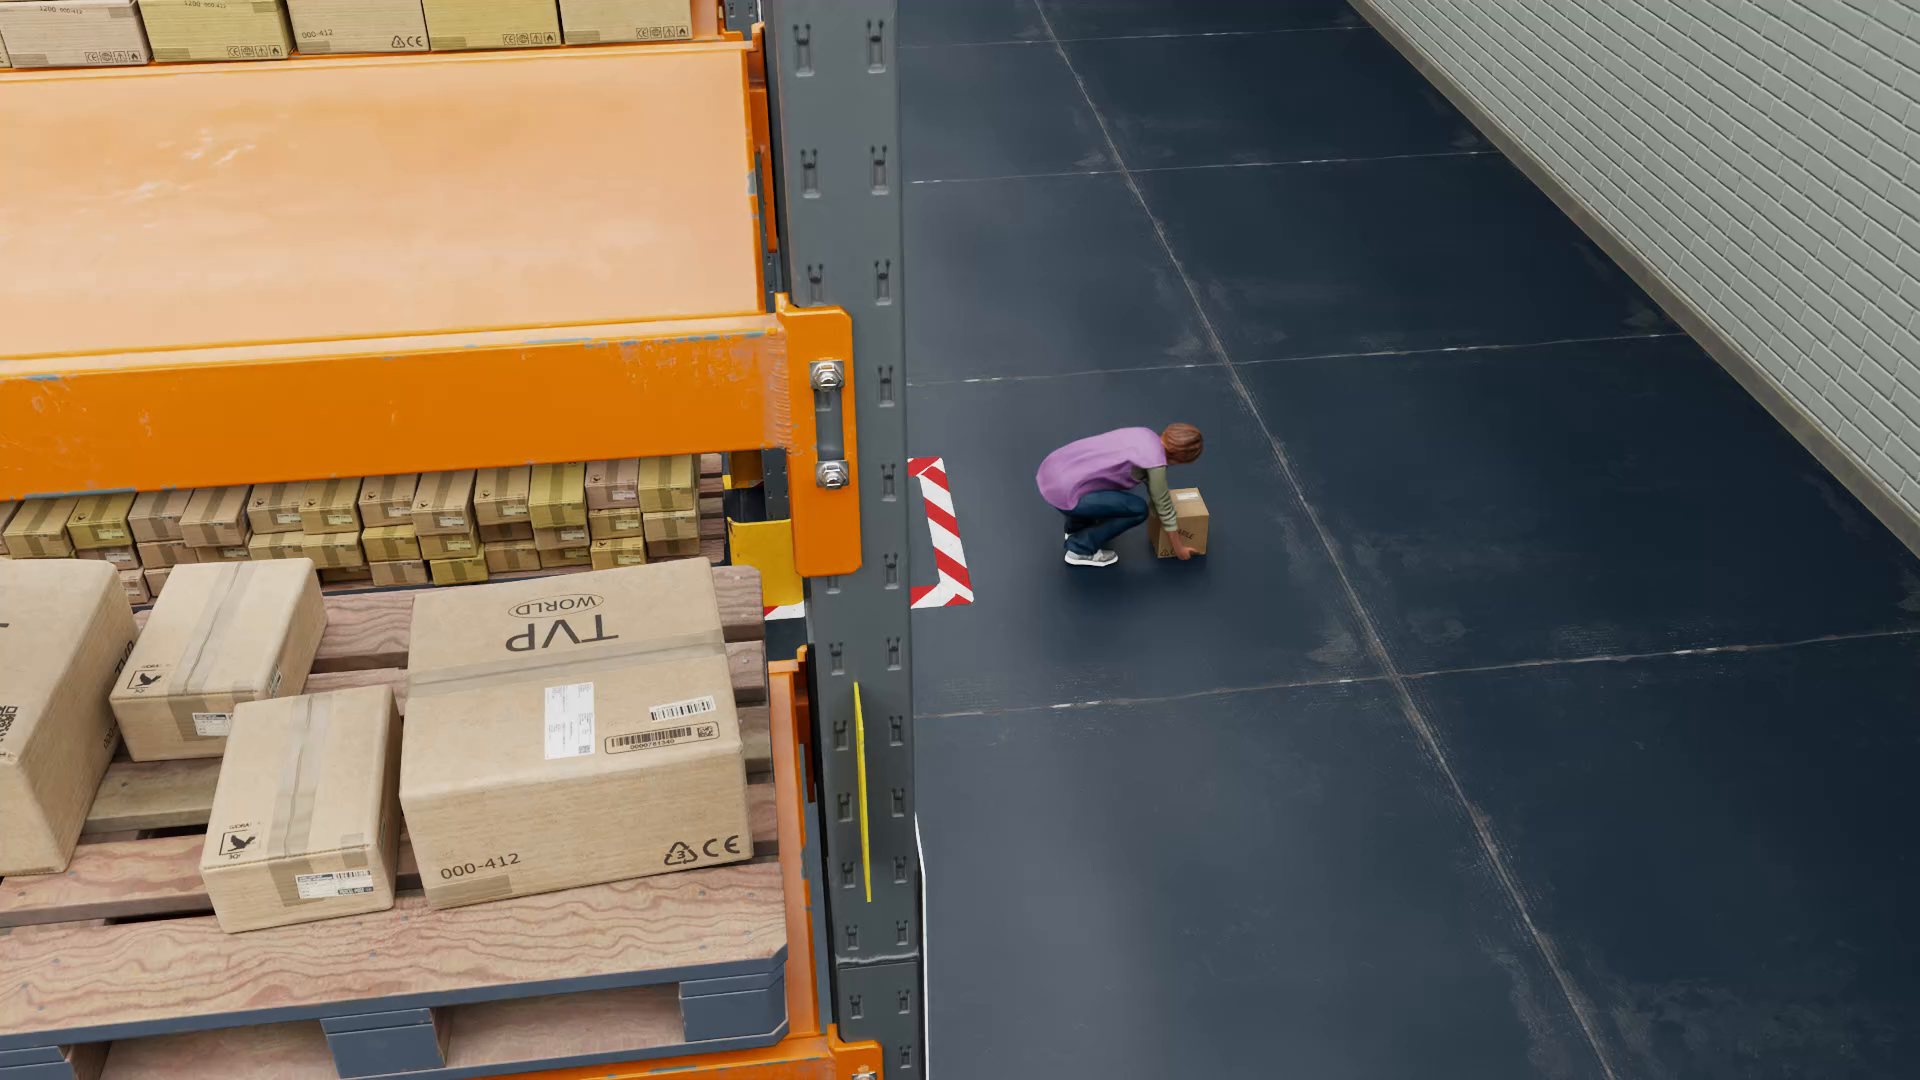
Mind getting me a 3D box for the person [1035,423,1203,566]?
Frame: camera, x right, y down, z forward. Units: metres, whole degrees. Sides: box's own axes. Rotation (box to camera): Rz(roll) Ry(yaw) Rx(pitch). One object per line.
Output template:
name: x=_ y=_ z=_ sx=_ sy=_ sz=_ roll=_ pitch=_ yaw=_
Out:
person: x=0.803 y=-0.232 z=8.419 sx=0.855 sy=0.715 sz=0.418 roll=-5 pitch=36 yaw=-7
